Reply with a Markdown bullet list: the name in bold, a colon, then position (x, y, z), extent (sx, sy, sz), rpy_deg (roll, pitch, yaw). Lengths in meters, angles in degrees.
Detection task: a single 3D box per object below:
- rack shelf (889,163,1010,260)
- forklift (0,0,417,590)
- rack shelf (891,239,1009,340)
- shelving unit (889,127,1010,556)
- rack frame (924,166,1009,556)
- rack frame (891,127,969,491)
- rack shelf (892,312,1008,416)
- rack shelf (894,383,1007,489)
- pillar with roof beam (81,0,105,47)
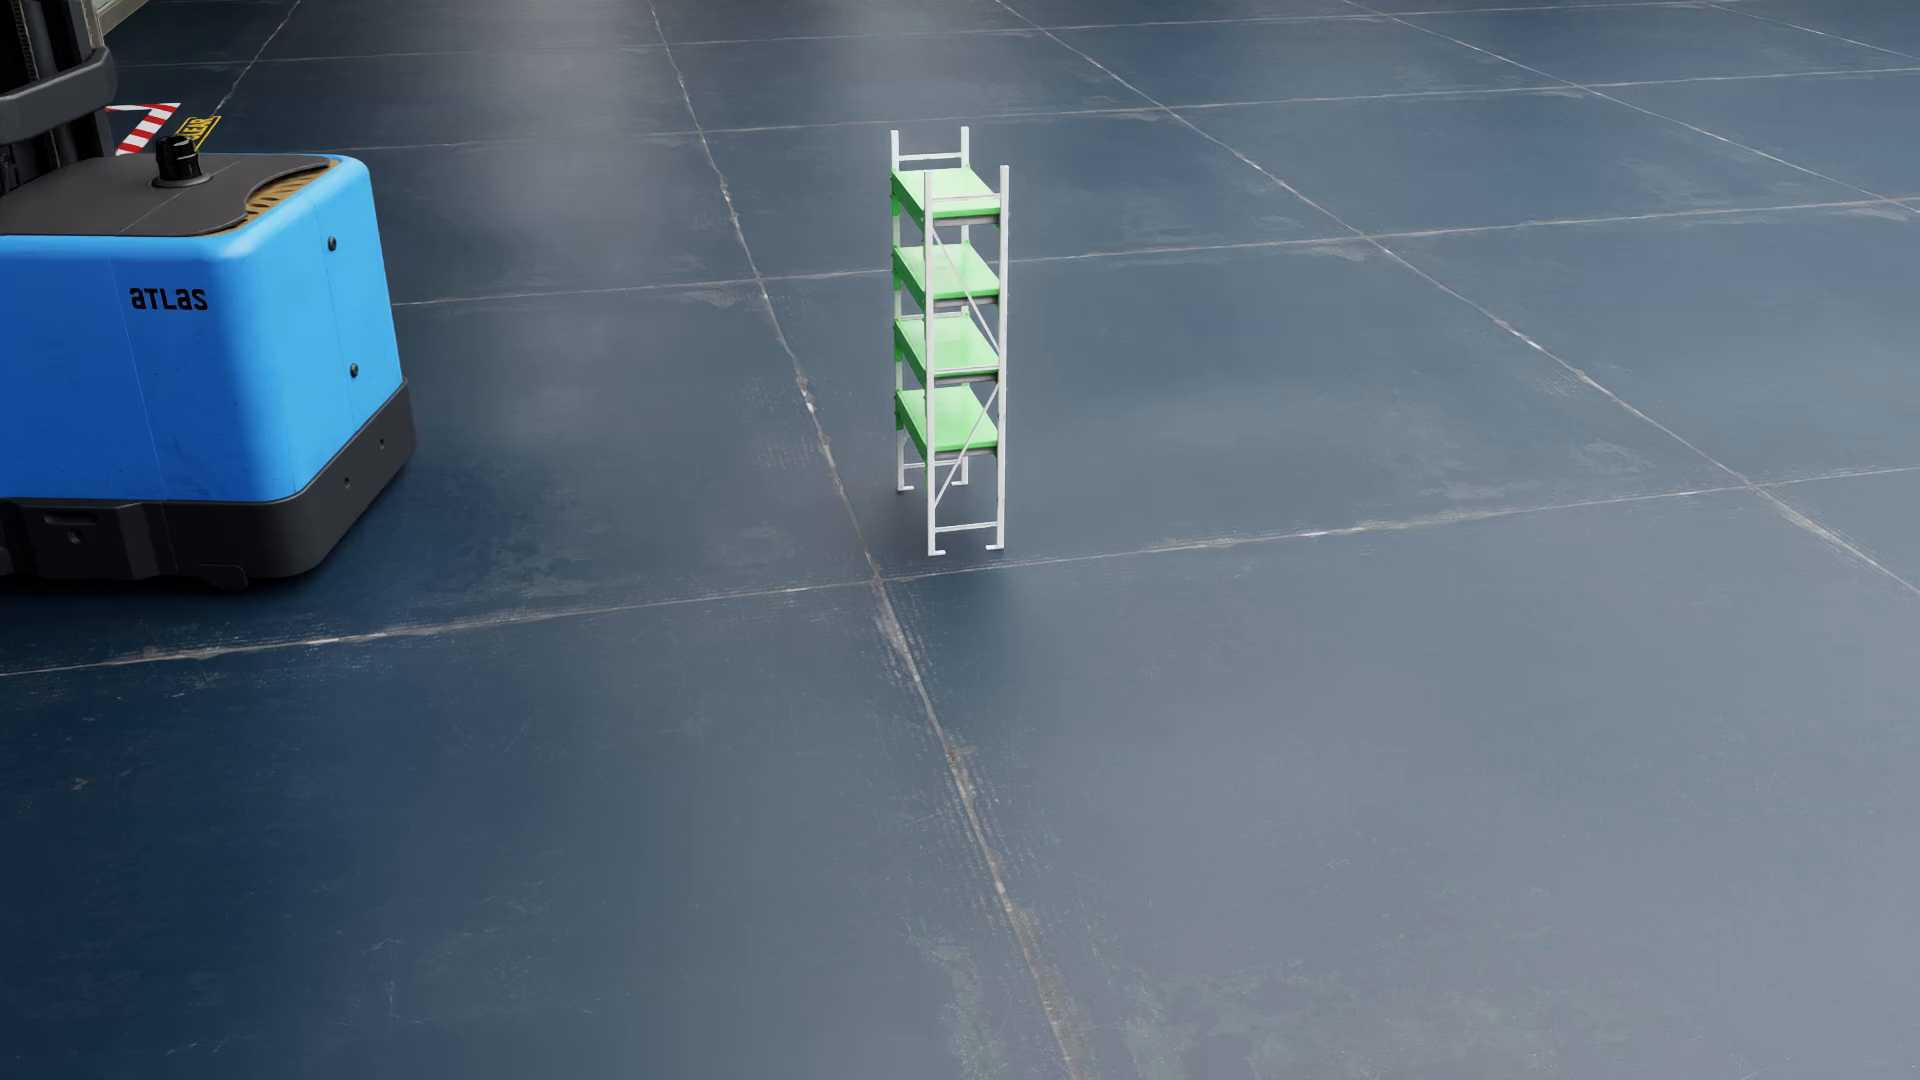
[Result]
- **rack shelf**: position (-0.037, -0.980, 4.936), extent (0.258, 0.148, 0.480), rpy_deg (-6, 27, -12)
- **forklift**: position (-3.400, -1.399, 4.768), extent (3.031, 2.935, 1.130), rpy_deg (1, 27, 2)
- **rack shelf**: position (-0.037, -0.766, 5.044), extent (0.258, 0.148, 0.480), rpy_deg (-6, 27, -12)
- **shelving unit**: position (-0.037, -0.608, 5.124), extent (0.258, 1.200, 0.503), rpy_deg (-6, 27, -12)
- **rack frame**: position (0.018, -0.501, 4.911), extent (0.240, 1.200, 0.015), rpy_deg (-6, 27, -12)
- **rack frame**: position (-0.092, -0.715, 5.336), extent (0.240, 1.200, 0.015), rpy_deg (-6, 27, -12)
- **rack shelf**: position (-0.037, -0.551, 5.152), extent (0.258, 0.148, 0.480), rpy_deg (-6, 27, -12)
- **rack shelf**: position (-0.037, -0.337, 5.261), extent (0.258, 0.148, 0.480), rpy_deg (-6, 27, -12)
- **pillar with roof beam**: position (-2.156, -7.859, 10.833), extent (9.100, 9.000, 0.400), rpy_deg (-6, 27, -12)
